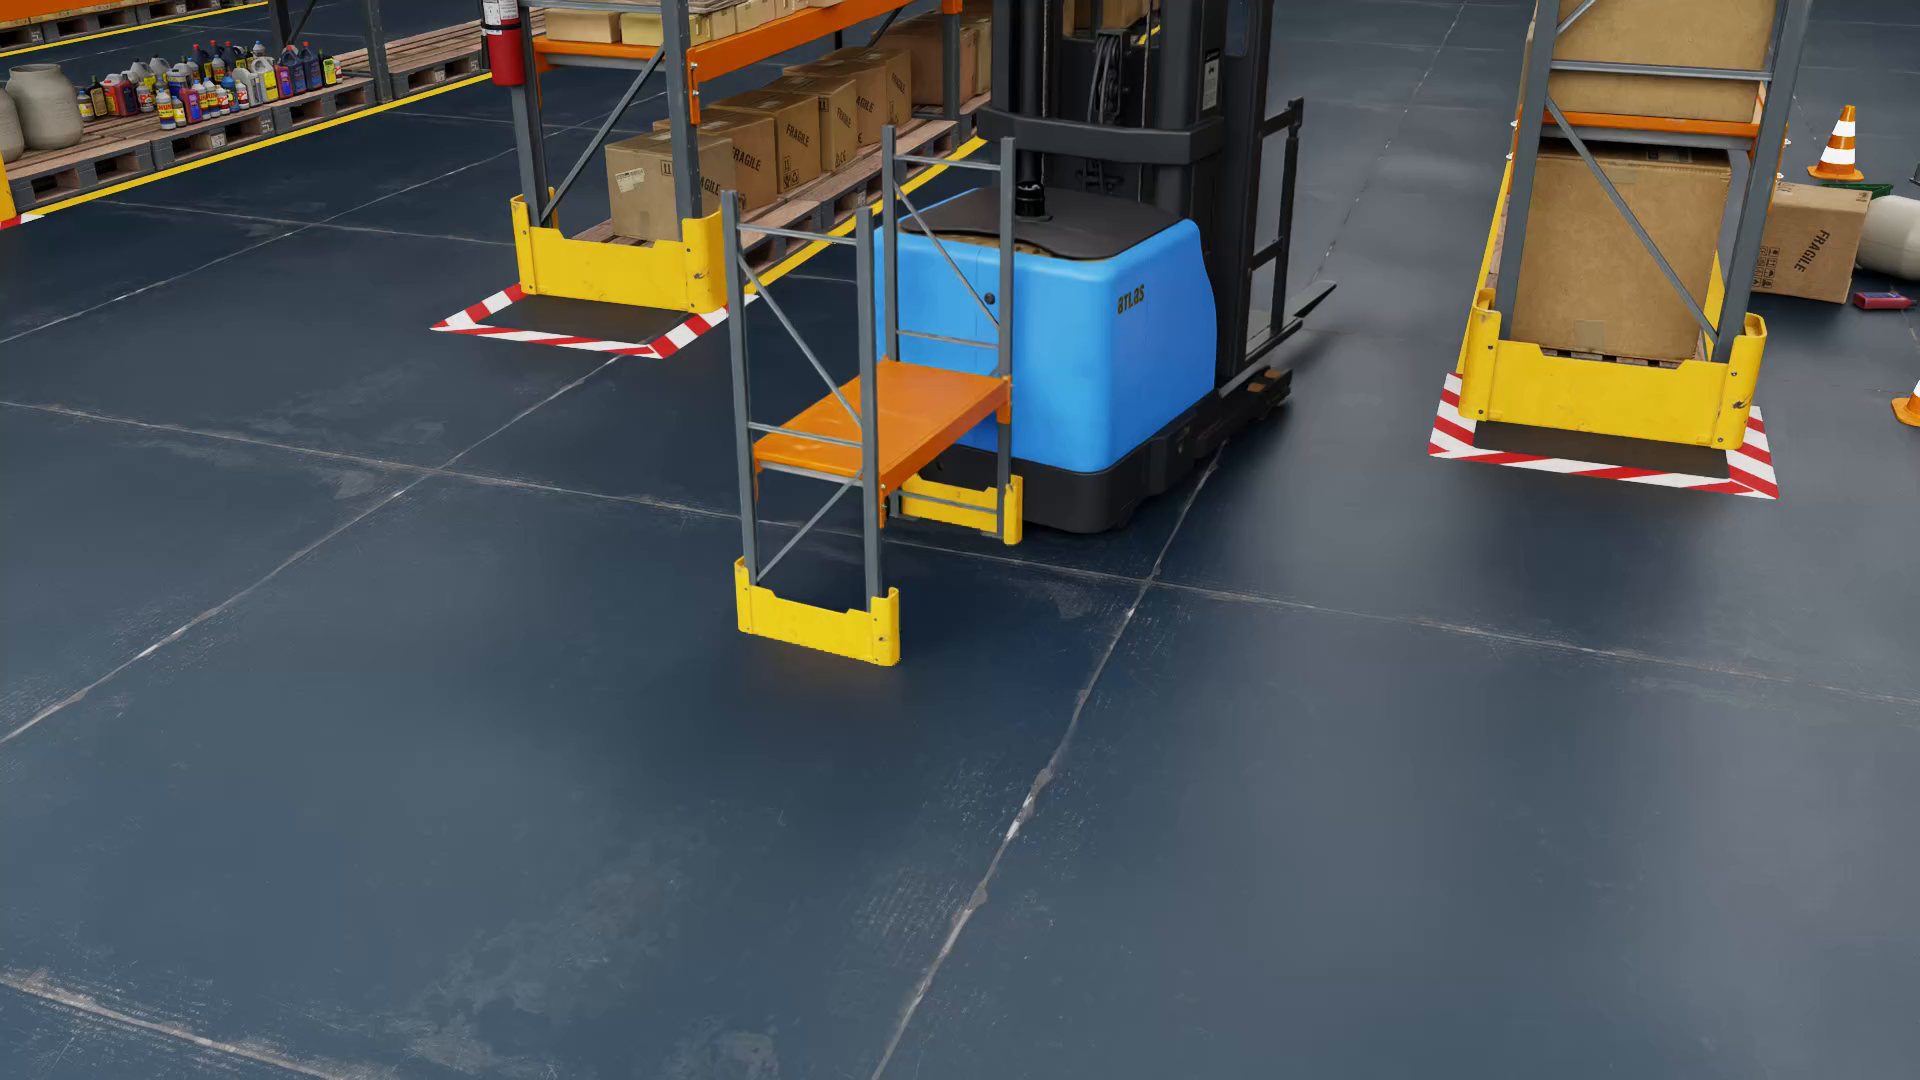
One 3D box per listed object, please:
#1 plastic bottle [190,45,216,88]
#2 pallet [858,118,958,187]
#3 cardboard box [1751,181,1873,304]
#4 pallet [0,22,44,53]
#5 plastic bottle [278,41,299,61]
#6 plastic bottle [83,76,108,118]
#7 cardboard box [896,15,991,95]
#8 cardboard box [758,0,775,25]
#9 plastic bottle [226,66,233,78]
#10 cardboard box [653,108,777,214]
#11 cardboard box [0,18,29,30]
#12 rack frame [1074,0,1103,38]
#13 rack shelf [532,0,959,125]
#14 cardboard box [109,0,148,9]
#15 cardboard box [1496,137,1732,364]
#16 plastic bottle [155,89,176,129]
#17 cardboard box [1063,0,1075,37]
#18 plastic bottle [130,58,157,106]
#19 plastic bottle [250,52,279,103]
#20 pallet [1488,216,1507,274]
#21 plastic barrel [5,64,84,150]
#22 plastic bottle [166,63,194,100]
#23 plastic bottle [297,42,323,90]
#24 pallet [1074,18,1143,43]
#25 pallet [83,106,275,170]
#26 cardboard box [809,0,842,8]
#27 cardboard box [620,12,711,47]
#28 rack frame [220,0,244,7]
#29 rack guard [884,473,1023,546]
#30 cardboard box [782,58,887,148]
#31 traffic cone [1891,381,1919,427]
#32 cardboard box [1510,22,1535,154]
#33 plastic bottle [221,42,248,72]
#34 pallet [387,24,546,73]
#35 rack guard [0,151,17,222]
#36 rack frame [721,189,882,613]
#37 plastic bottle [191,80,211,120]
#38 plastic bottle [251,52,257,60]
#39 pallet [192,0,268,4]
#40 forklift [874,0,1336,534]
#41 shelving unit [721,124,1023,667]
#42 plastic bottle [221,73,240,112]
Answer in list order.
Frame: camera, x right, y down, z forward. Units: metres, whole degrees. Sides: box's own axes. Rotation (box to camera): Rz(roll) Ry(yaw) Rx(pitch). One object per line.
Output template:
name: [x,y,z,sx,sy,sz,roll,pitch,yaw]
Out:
plastic bottle: [-5.887,-3.668,12.919,0.144,0.351,0.185,8,27,15]
pallet: [-0.684,-2.757,11.702,1.003,0.211,1.213,9,27,17]
cardboard box: [4.601,-1.622,9.023,0.500,0.500,0.500,14,29,26]
pallet: [-9.626,-4.785,15.890,1.003,0.211,1.213,9,27,17]
plastic bottle: [-5.243,-3.732,13.050,0.144,0.351,0.185,9,27,17]
plastic bottle: [-6.276,-3.212,12.054,0.061,0.283,0.133,9,27,19]
cardboard box: [-0.092,-3.809,13.038,0.700,0.500,0.500,9,27,17]
cardboard box: [-1.243,-2.925,9.138,0.380,0.149,0.250,9,27,17]
plastic bottle: [-5.436,-3.418,12.479,0.061,0.283,0.133,9,27,17]
cardboard box: [-1.434,-2.218,9.776,0.500,0.500,0.500,17,30,31]
cardboard box: [-9.295,-5.022,15.854,0.500,0.250,0.500,9,27,19]
rack frame: [0.838,-5.937,15.070,1.000,3.000,0.127,9,27,17]
rack shelf: [-1.159,-3.148,10.134,1.077,0.370,4.000,9,27,17]
cardboard box: [-8.786,-5.656,17.164,0.500,0.250,0.500,9,27,19]
cardboard box: [2.982,-1.410,7.675,0.875,0.875,0.875,9,27,18]
plastic bottle: [-5.598,-3.038,11.708,0.097,0.271,0.097,0,26,0]
cardboard box: [0.633,-4.732,14.944,0.700,0.500,0.500,7,27,15]
plastic bottle: [-6.090,-3.417,12.400,0.144,0.351,0.185,10,28,20]
plastic bottle: [-5.278,-3.499,12.570,0.144,0.351,0.185,9,27,17]
pallet: [3.419,-1.473,9.050,1.003,0.211,1.213,9,27,17]
plastic barrel: [-6.182,-2.924,11.221,0.421,0.512,0.421,0,26,0]
plastic bottle: [-5.880,-3.449,12.551,0.152,0.276,0.135,9,27,17]
plastic bottle: [-5.107,-3.711,13.007,0.144,0.351,0.185,8,27,16]
pallet: [1.171,-4.995,16.324,1.003,0.211,1.213,9,27,17]
pallet: [-5.831,-2.983,12.170,1.003,0.211,1.213,9,27,17]
cardboard box: [-0.914,-3.221,9.749,0.380,0.149,0.250,9,27,17]
cardboard box: [-1.505,-2.619,8.505,0.380,0.149,0.250,9,27,17]
rack frame: [-8.503,-7.375,18.040,1.000,3.000,0.127,9,27,17]
rack guard: [-0.044,-0.160,6.294,0.587,0.250,0.087,12,28,23]
cardboard box: [-0.848,-2.962,11.312,0.500,0.500,0.500,19,32,34]
traffic cone: [4.335,-0.759,7.287,0.336,0.463,0.334,9,27,17]
cardboard box: [4.272,-2.977,11.056,1.050,0.750,0.750,9,27,17]
plastic bottle: [-5.688,-3.725,13.036,0.144,0.351,0.185,9,27,17]
pallet: [-4.535,-4.588,15.483,1.003,0.211,1.213,9,27,17]
rack guard: [-6.514,-2.281,10.387,1.175,0.500,0.348,9,27,17]
rack frame: [-0.482,-0.323,5.197,0.500,1.500,0.032,12,28,23]
plastic bottle: [-5.484,-3.178,11.999,0.097,0.271,0.097,0,26,0]
plastic bottle: [-5.717,-3.841,13.447,0.097,0.201,0.097,0,26,0]
pallet: [-8.219,-6.421,19.270,1.003,0.211,1.213,9,27,17]
forklift: [0.839,-1.942,6.898,1.130,2.935,3.031,15,30,28]
shelving unit: [-0.258,-0.527,5.617,0.587,1.500,1.083,12,28,23]
plastic bottle: [-5.383,-3.303,12.255,0.097,0.271,0.097,0,26,0]
